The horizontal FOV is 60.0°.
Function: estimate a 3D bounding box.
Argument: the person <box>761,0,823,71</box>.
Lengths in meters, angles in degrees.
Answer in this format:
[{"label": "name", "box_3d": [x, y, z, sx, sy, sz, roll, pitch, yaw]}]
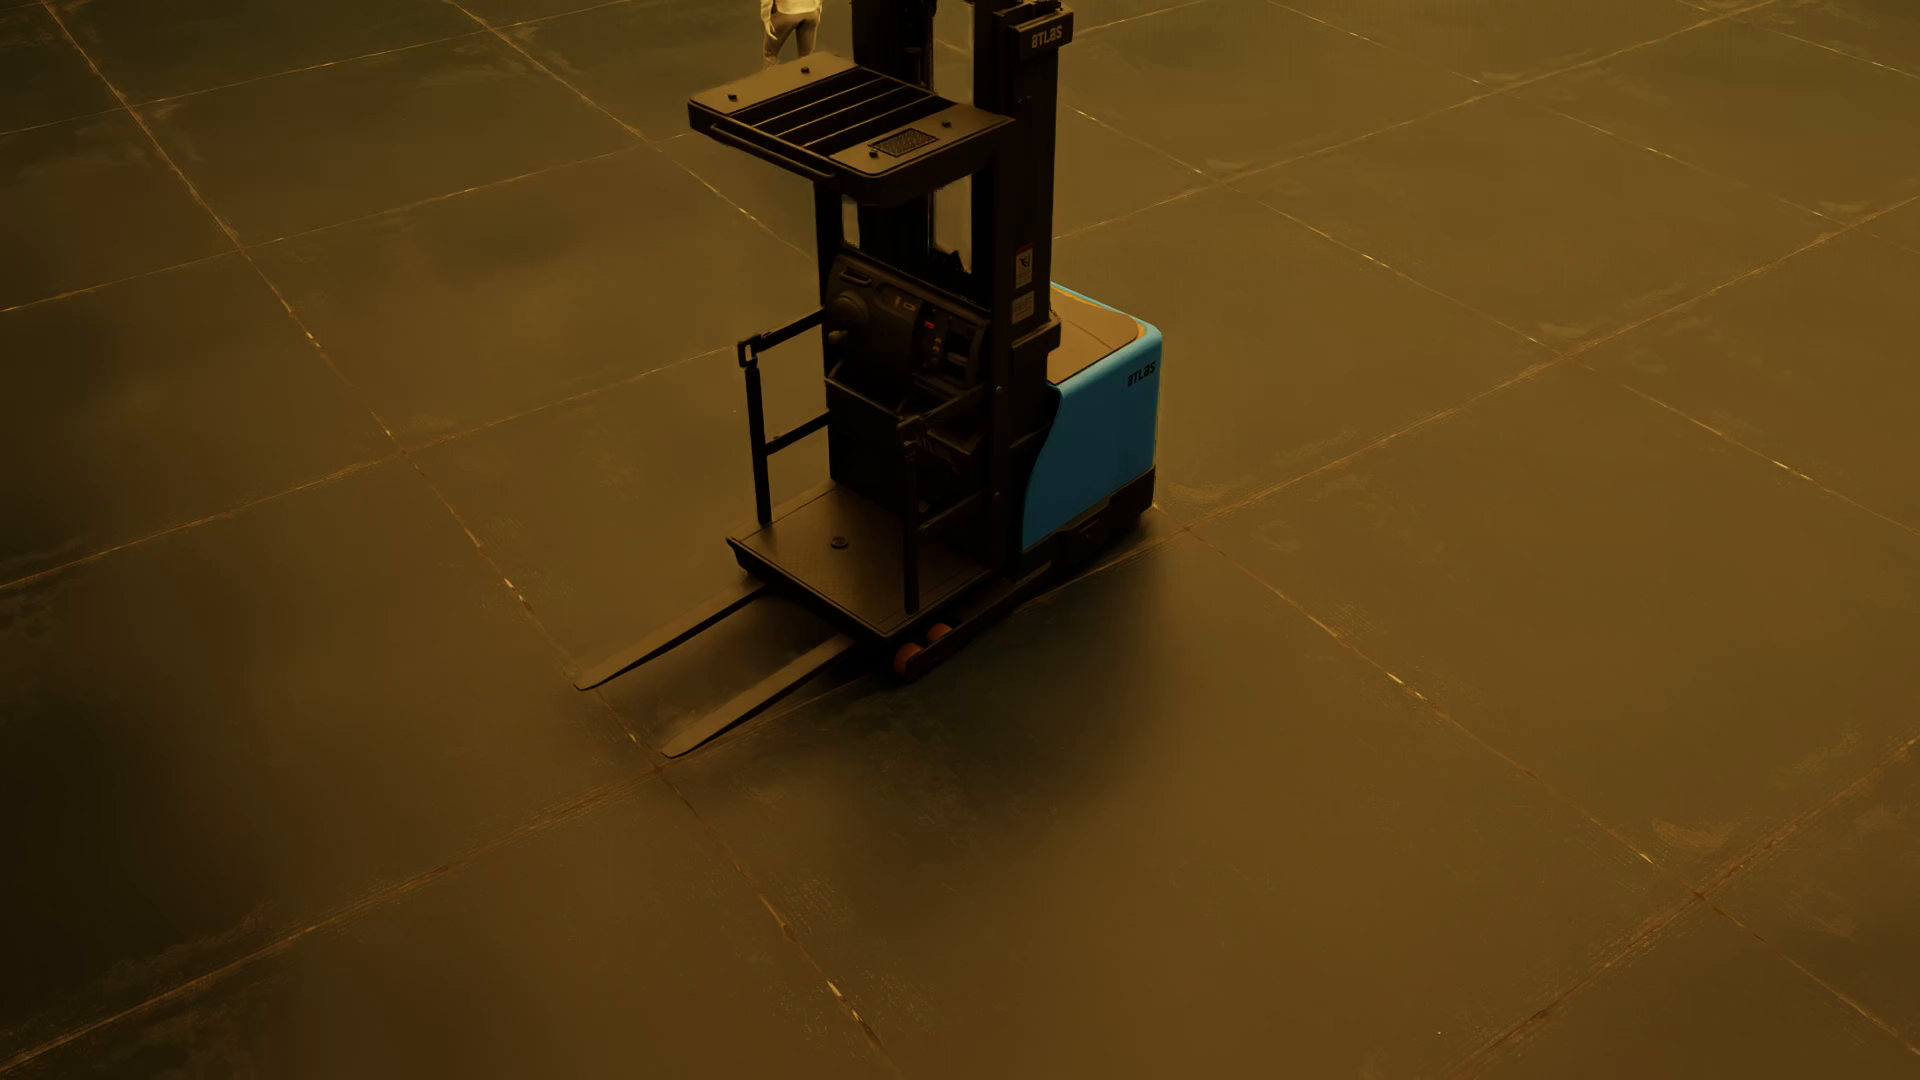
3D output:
[{"label": "person", "box_3d": [-1.261, -3.913, 12.357, 0.579, 1.722, 0.510, -21, 41, -26]}]

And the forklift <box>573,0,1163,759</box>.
[{"label": "forklift", "box_3d": [-0.390, -0.890, 7.148, 1.130, 2.935, 3.031, 29, 46, 34]}]
